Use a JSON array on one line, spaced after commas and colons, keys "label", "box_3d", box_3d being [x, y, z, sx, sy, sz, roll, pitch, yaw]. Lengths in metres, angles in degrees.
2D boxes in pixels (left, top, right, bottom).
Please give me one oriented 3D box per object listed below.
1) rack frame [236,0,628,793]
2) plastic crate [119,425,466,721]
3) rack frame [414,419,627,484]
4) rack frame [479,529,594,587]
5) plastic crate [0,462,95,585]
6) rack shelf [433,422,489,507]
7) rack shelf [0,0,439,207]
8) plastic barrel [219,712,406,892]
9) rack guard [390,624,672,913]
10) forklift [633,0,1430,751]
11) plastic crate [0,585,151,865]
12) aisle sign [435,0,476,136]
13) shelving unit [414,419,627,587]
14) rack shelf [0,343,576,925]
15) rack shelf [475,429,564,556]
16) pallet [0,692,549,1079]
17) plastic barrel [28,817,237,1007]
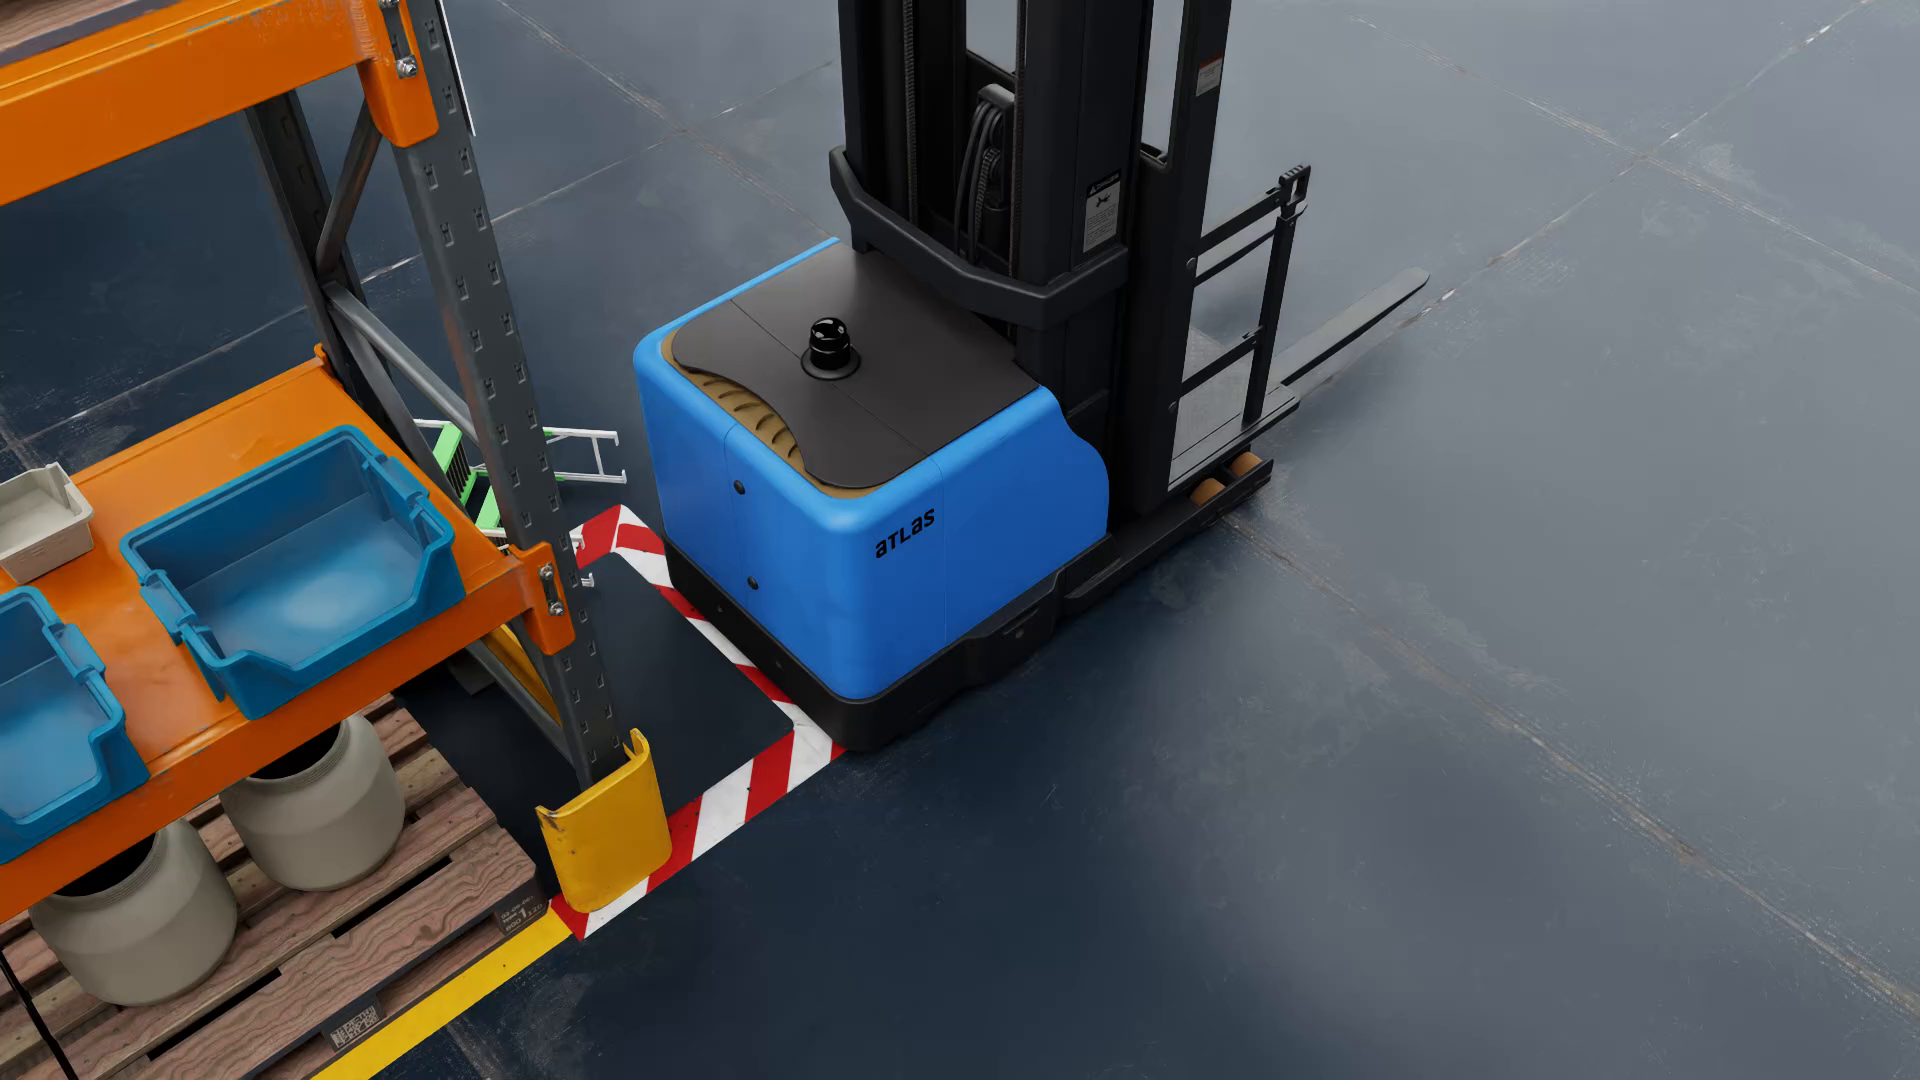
[{"label": "rack frame", "box_3d": [-1.317, -0.394, 4.072, 0.127, 3.000, 1.000, -34, 56, -27]}, {"label": "plastic crate", "box_3d": [-1.486, 0.067, 3.748, 0.616, 0.251, 0.499, -34, 56, -27]}, {"label": "rack frame", "box_3d": [-1.782, -0.325, 5.850, 1.200, 0.240, 0.015, 4, 47, 3]}, {"label": "rack frame", "box_3d": [-1.825, 0.032, 5.520, 1.200, 0.240, 0.015, 4, 47, 3]}, {"label": "plastic crate", "box_3d": [-2.195, -0.037, 3.922, 0.250, 0.136, 0.298, -34, 56, -27]}, {"label": "rack shelf", "box_3d": [-1.740, -0.143, 5.681, 0.148, 0.258, 0.480, 4, 47, 3]}, {"label": "rack shelf", "box_3d": [-2.797, -0.178, 2.322, 4.000, 0.370, 1.077, -34, 56, -27]}, {"label": "plastic barrel", "box_3d": [-1.752, 0.674, 4.494, 0.421, 0.512, 0.421, 0, 47, 0]}, {"label": "rack guard", "box_3d": [-1.341, 0.517, 4.933, 0.348, 0.500, 1.175, -34, 56, -27]}, {"label": "forklift", "box_3d": [0.462, -1.301, 4.956, 3.031, 2.935, 1.130, -34, 56, -27]}, {"label": "plastic crate", "box_3d": [-1.970, 0.385, 3.455, 0.408, 0.251, 0.499, -34, 56, -27]}, {"label": "aisle sign", "box_3d": [-1.064, -1.149, 3.001, 0.004, 0.787, 0.394, -34, 56, -27]}, {"label": "shelving unit", "box_3d": [-1.804, -0.147, 5.685, 1.200, 0.258, 0.503, 4, 47, 3]}, {"label": "rack shelf", "box_3d": [-2.797, 0.839, 3.424, 4.000, 0.370, 1.077, -34, 56, -27]}, {"label": "rack shelf", "box_3d": [-1.501, -0.127, 5.667, 0.148, 0.258, 0.480, 4, 47, 3]}, {"label": "pallet", "box_3d": [-1.946, 1.014, 4.671, 1.213, 0.211, 1.003, -34, 56, -27]}, {"label": "plastic barrel", "box_3d": [-2.123, 0.922, 4.265, 0.421, 0.512, 0.421, 0, 47, 0]}]
